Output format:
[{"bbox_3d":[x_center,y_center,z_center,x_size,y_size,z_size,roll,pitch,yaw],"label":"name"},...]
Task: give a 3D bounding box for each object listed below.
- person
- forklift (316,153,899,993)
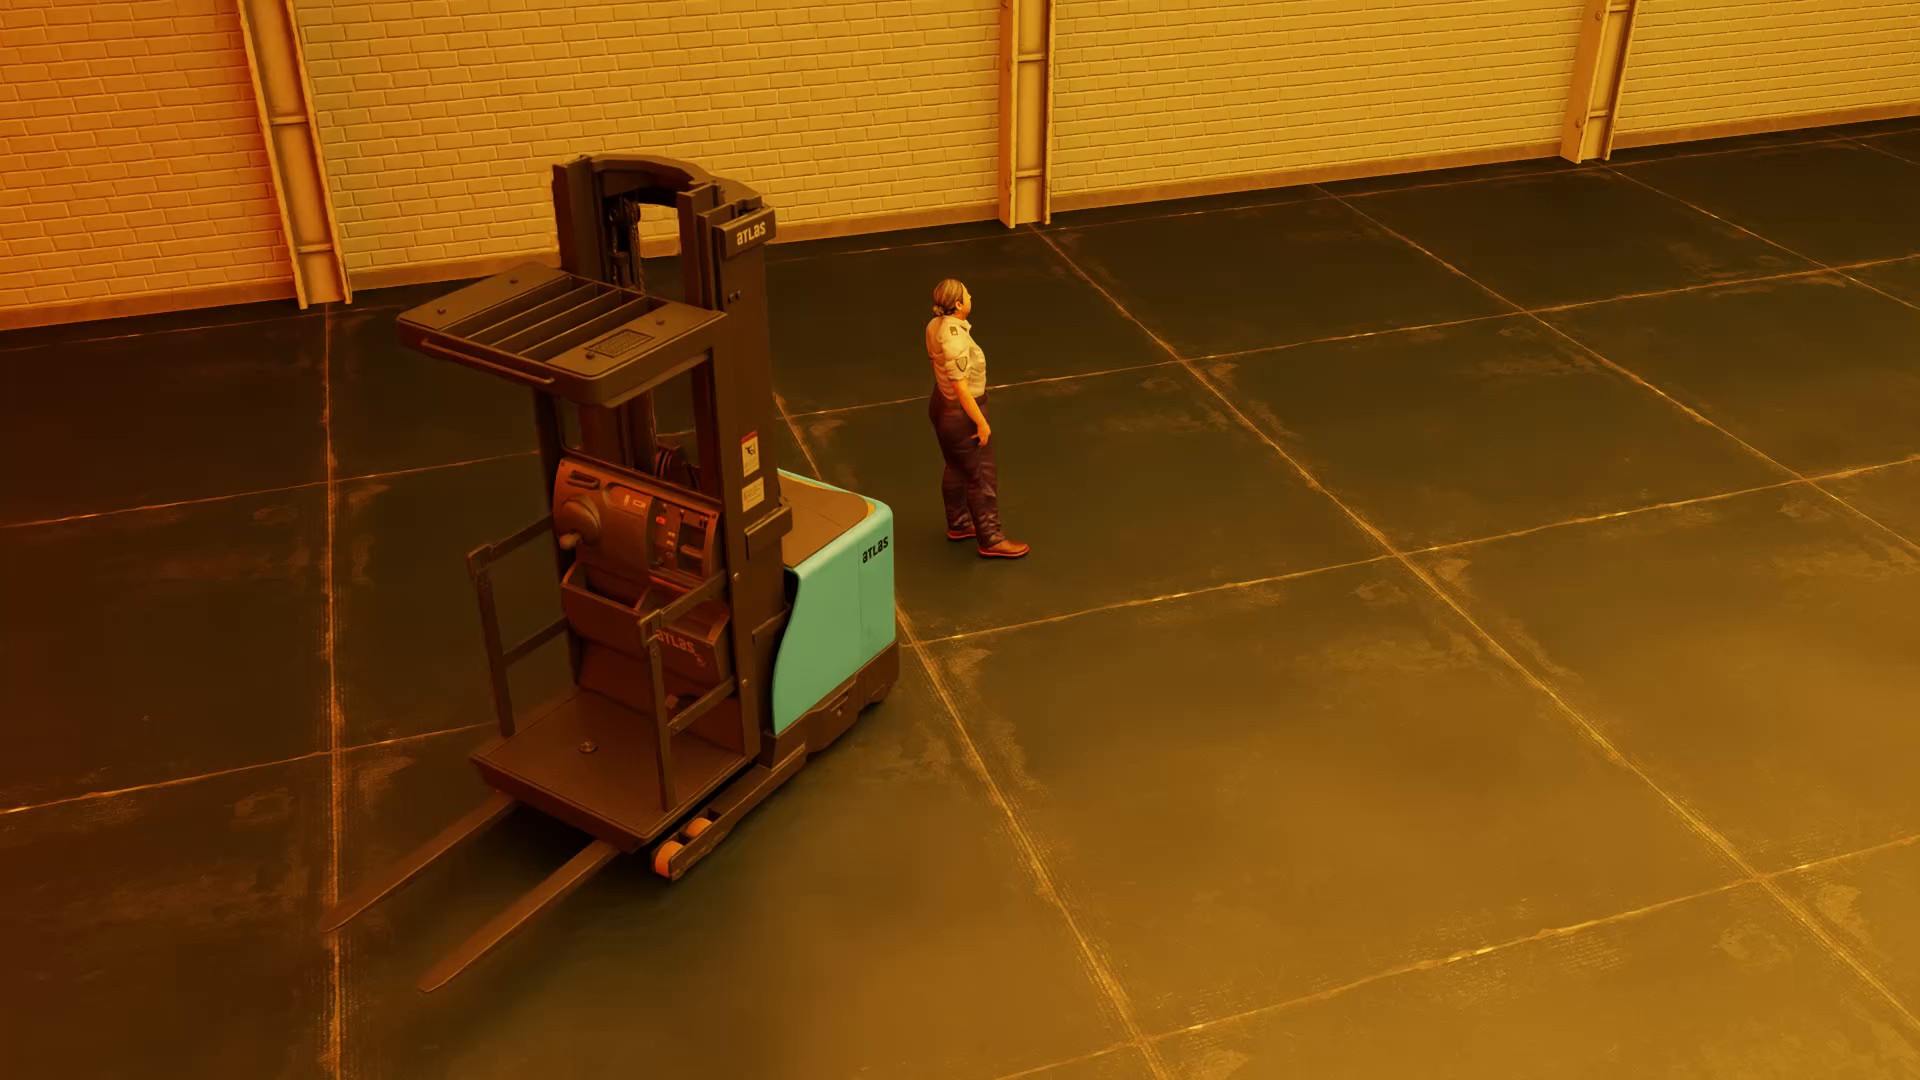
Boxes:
[{"bbox_3d":[0.092,-0.724,9.618,0.503,1.650,0.599,-10,31,-16],"label":"person"},{"bbox_3d":[-1.540,-0.030,7.139,1.130,2.935,3.031,18,34,28],"label":"forklift"}]
